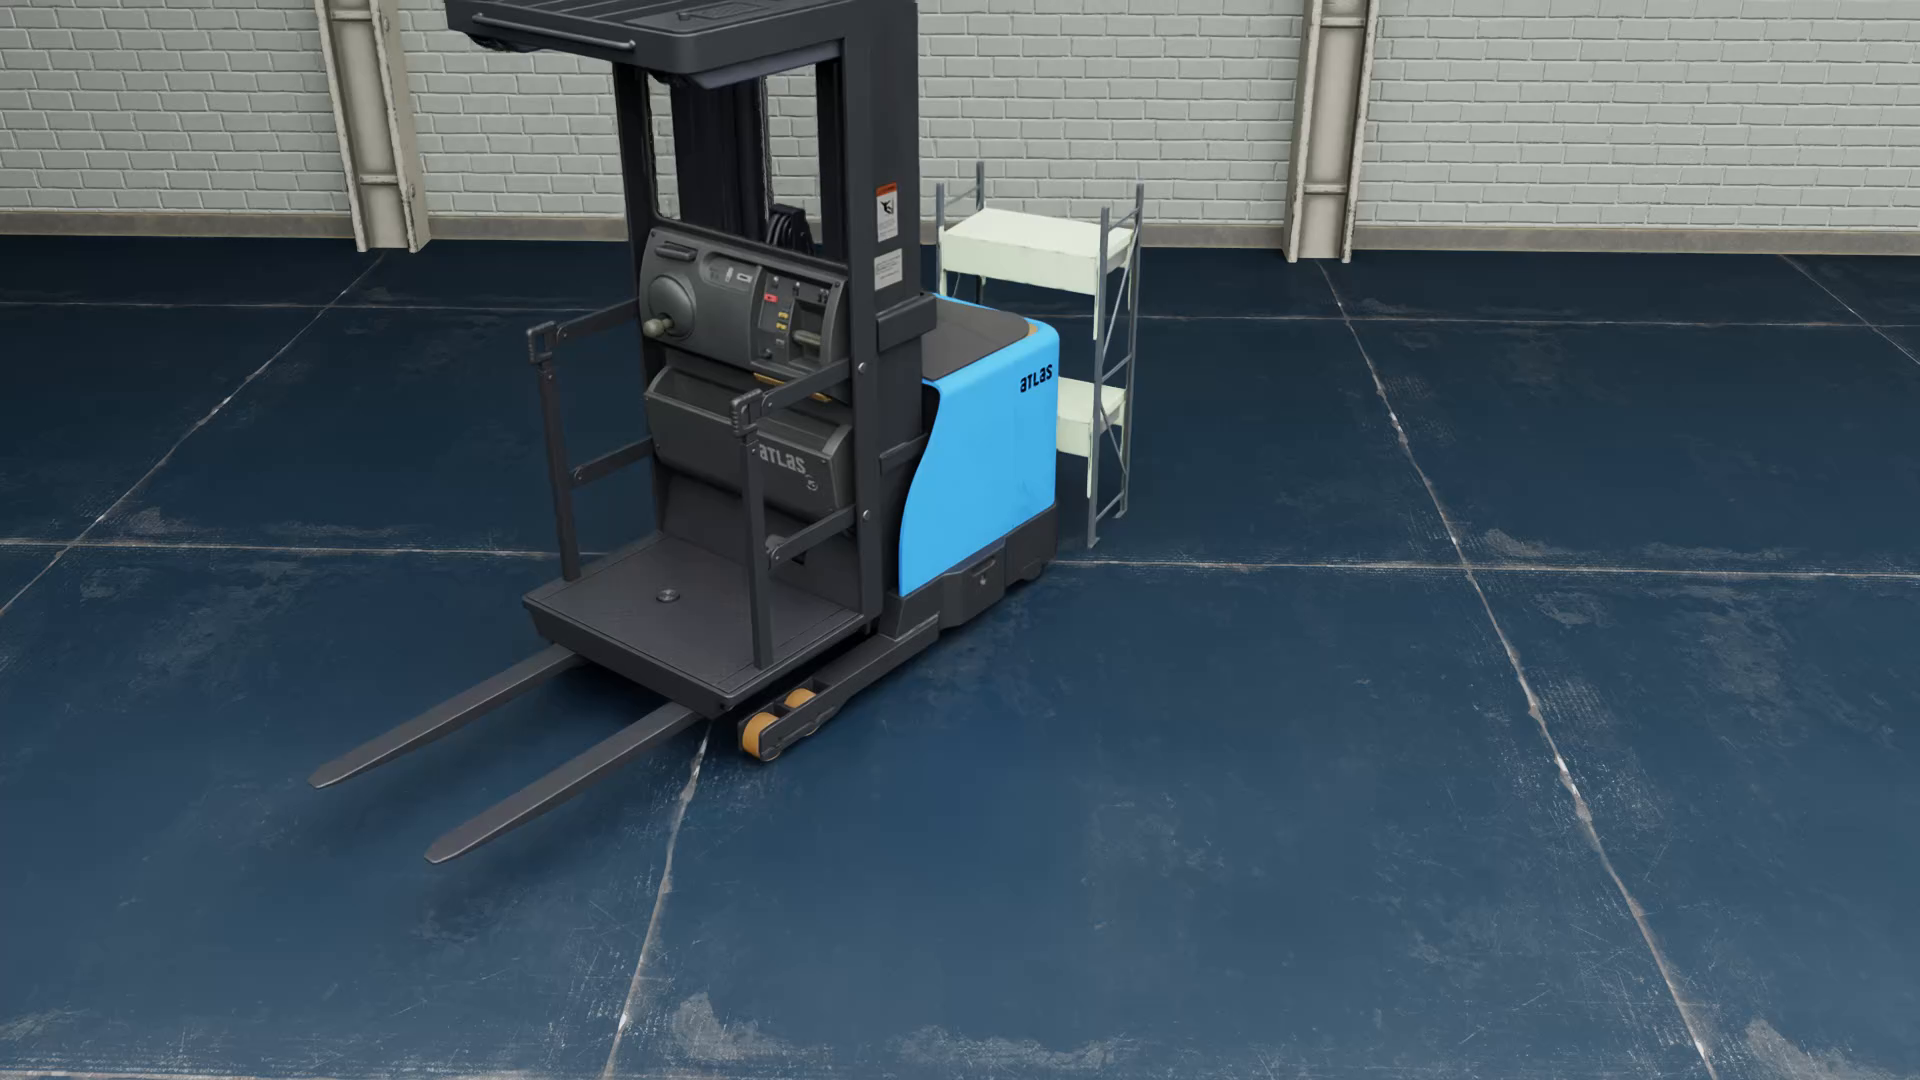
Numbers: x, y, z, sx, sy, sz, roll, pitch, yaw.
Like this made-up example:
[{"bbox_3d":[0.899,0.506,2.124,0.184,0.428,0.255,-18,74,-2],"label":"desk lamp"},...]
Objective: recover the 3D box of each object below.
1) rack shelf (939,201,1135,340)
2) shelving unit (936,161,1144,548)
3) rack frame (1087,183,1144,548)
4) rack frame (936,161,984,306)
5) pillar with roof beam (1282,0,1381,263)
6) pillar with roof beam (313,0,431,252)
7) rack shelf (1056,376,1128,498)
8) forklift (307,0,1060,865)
[{"bbox_3d":[0.327,-1.138,6.962,0.720,0.370,0.431,14,31,24],"label":"rack shelf"},{"bbox_3d":[0.327,-0.793,7.145,0.755,1.500,0.431,14,31,24],"label":"shelving unit"},{"bbox_3d":[0.652,-0.714,6.996,0.023,1.500,0.400,14,31,24],"label":"rack frame"},{"bbox_3d":[0.002,-0.872,7.293,0.023,1.500,0.400,14,31,24],"label":"rack frame"},{"bbox_3d":[2.140,-3.800,4.811,0.400,9.000,9.100,1,28,2],"label":"pillar with roof beam"},{"bbox_3d":[-3.856,-3.899,4.998,0.400,9.000,9.100,1,28,2],"label":"pillar with roof beam"},{"bbox_3d":[0.327,-0.505,7.297,0.720,0.370,0.431,14,31,24],"label":"rack shelf"},{"bbox_3d":[-0.896,-0.787,5.606,1.130,2.935,3.031,20,34,33],"label":"forklift"}]
